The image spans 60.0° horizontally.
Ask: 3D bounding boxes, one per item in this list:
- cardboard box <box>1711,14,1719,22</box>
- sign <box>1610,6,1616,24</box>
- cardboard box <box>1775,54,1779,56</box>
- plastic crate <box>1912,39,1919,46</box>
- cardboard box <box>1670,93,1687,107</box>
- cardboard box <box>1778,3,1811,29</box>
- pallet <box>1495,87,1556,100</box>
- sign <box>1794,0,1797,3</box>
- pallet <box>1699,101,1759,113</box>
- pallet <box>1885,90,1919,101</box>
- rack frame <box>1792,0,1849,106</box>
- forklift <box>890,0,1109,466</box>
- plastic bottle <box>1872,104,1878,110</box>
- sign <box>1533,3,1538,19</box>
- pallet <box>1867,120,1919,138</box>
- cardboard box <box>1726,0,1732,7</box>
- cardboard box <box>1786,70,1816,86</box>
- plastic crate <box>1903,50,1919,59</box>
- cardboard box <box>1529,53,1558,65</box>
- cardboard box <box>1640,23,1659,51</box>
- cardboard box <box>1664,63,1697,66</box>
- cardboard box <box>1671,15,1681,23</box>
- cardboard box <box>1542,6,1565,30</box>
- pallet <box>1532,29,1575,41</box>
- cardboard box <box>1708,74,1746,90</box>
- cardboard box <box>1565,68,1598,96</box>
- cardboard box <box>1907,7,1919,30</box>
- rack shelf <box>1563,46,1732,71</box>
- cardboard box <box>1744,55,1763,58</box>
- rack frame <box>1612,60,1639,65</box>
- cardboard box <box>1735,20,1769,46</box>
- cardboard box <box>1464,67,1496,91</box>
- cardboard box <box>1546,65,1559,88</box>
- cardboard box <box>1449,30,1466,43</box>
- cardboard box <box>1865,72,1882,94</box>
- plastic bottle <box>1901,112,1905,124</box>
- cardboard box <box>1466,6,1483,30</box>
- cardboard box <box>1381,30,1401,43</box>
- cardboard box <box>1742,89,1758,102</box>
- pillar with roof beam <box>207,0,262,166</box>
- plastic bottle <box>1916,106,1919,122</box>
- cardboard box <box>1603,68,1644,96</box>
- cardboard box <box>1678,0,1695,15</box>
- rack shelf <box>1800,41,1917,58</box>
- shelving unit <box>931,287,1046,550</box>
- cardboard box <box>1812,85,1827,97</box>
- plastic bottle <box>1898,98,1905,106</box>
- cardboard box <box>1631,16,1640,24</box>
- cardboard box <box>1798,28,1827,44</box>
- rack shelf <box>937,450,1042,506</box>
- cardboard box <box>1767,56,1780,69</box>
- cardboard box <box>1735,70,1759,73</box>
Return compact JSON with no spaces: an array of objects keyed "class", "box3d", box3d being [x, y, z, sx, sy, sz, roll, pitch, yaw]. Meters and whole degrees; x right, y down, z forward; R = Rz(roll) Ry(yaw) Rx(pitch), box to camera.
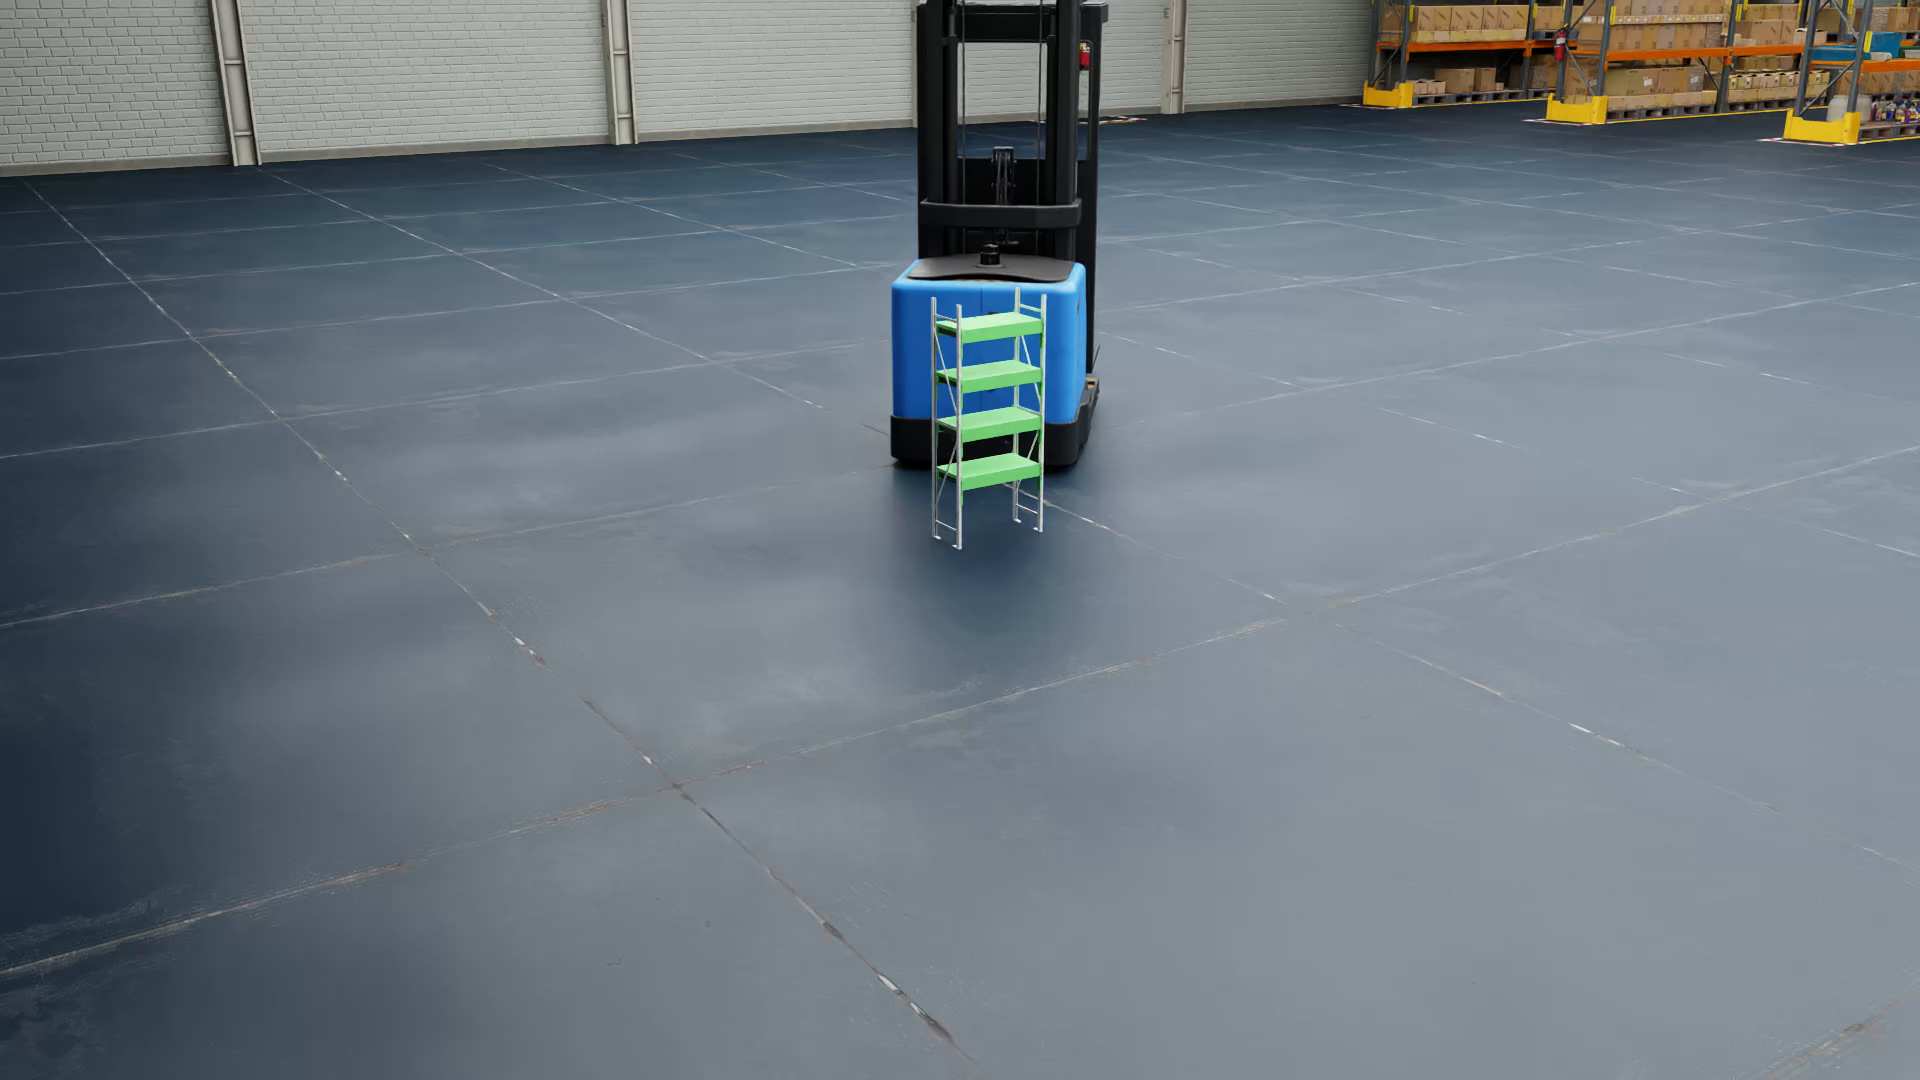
[{"class":"cardboard box","box3d":[15.017,-10.492,33.428,0.250,0.149,0.380,-12,22,-33]},{"class":"sign","box3d":[12.294,-9.879,31.309,0.005,0.325,0.100,-12,22,-31]},{"class":"cardboard box","box3d":[21.250,-12.793,43.637,0.250,0.149,0.380,-12,22,-31]},{"class":"plastic crate","box3d":[17.548,-8.873,29.903,0.504,0.338,0.767,-12,22,-31]},{"class":"cardboard box","box3d":[14.235,-8.865,33.420,0.500,0.250,0.500,-12,22,-31]},{"class":"cardboard box","box3d":[21.607,-13.642,43.446,0.700,0.700,0.980,-12,22,-32]},{"class":"pallet","box3d":[13.256,-10.427,38.757,1.213,0.211,1.003,-12,22,-31]},{"class":"sign","box3d":[22.329,-14.321,44.447,0.005,0.325,0.100,-12,22,-31]},{"class":"pallet","box3d":[15.928,-9.105,34.848,1.213,0.211,1.003,-12,22,-31]},{"class":"pallet","box3d":[21.357,-10.221,38.147,1.213,0.211,1.003,-12,22,-31]},{"class":"rack frame","box3d":[18.675,-10.991,36.070,0.127,3.000,1.000,-12,22,-31]},{"class":"forklift","box3d":[0.322,-2.233,10.273,1.130,2.935,3.031,3,19,7]},{"class":"plastic bottle","box3d":[16.349,-7.676,29.833,0.135,0.276,0.152,-13,22,-33]},{"class":"sign","box3d":[12.912,-11.877,37.340,0.005,0.325,0.100,-12,22,-31]},{"class":"pallet","box3d":[16.452,-7.316,29.556,1.213,0.211,1.003,-12,22,-31]},{"class":"cardboard box","box3d":[19.039,-13.422,41.439,0.500,0.250,0.500,-11,22,-30]},{"class":"cardboard box","box3d":[17.943,-9.901,35.610,0.500,0.311,0.500,-12,22,-32]},{"class":"plastic crate","box3d":[16.839,-8.482,29.061,0.437,0.136,0.530,-12,22,-31]},{"class":"cardboard box","box3d":[13.578,-11.202,38.742,0.500,0.250,0.500,-12,22,-33]},{"class":"cardboard box","box3d":[13.244,-9.887,32.651,0.500,0.500,0.700,-12,22,-31]},{"class":"cardboard box","box3d":[14.775,-9.540,34.245,0.500,0.500,0.500,-12,22,-31]},{"class":"cardboard box","box3d":[13.944,-10.265,32.754,0.250,0.149,0.380,-11,22,-30]},{"class":"cardboard box","box3d":[13.521,-12.043,38.341,0.500,0.500,0.700,-9,21,-26]},{"class":"pallet","box3d":[13.325,-11.615,38.218,1.213,0.211,1.003,-12,22,-31]},{"class":"cardboard box","box3d":[15.816,-9.454,34.288,0.500,0.311,0.500,-12,22,-31]},{"class":"cardboard box","box3d":[12.278,-9.007,32.670,0.500,0.500,0.500,-12,22,-31]},{"class":"cardboard box","box3d":[21.497,-11.918,38.001,0.700,0.500,0.500,14,23,35]},{"class":"rack shelf","box3d":[13.664,-9.593,33.060,4.000,0.370,1.077,-12,22,-31]},{"class":"cardboard box","box3d":[20.356,-12.457,42.644,0.250,0.149,0.380,-11,22,-30]},{"class":"rack frame","box3d":[15.947,-12.315,39.988,0.127,3.000,1.000,-12,22,-31]},{"class":"cardboard box","box3d":[16.425,-10.557,34.632,0.500,0.500,0.500,-10,21,-28]},{"class":"cardboard box","box3d":[11.762,-10.441,37.661,0.500,0.500,0.500,-14,23,-35]},{"class":"cardboard box","box3d":[13.616,-10.873,38.939,0.500,0.500,0.700,-12,22,-32]},{"class":"cardboard box","box3d":[10.703,-11.029,36.386,0.500,0.250,0.500,-12,22,-32]},{"class":"cardboard box","box3d":[20.068,-10.199,36.946,0.500,0.500,0.500,-12,22,-32]},{"class":"plastic bottle","box3d":[16.487,-7.393,29.111,0.097,0.201,0.097,0,19,0]},{"class":"cardboard box","box3d":[11.108,-11.471,36.524,0.500,0.500,0.500,-11,22,-30]},{"class":"cardboard box","box3d":[9.550,-10.978,36.237,0.500,0.250,0.500,-12,22,-31]},{"class":"cardboard box","box3d":[16.235,-9.277,34.639,0.500,0.250,0.500,-11,22,-30]},{"class":"pillar with roof beam","box3d":[-8.302,-8.724,19.998,0.400,9.000,9.100,-12,22,-31]},{"class":"plastic bottle","box3d":[16.939,-7.521,29.382,0.097,0.271,0.097,0,19,0]},{"class":"cardboard box","box3d":[12.980,-8.957,32.521,0.500,0.500,0.500,-12,22,-31]},{"class":"cardboard box","box3d":[14.127,-10.691,33.002,0.500,0.500,0.700,-12,22,-31]},{"class":"rack shelf","box3d":[20.345,-11.002,37.228,4.000,0.370,1.077,-12,22,-31]},{"class":"shelving unit","box3d":[0.138,-0.598,8.139,0.503,1.200,0.258,-12,22,-31]},{"class":"cardboard box","box3d":[18.370,-9.729,35.976,0.500,0.250,0.500,-11,22,-30]},{"class":"plastic bottle","box3d":[17.153,-7.883,30.327,0.185,0.351,0.144,-11,22,-30]},{"class":"cardboard box","box3d":[12.868,-10.038,32.085,0.250,0.149,0.380,-12,22,-31]},{"class":"cardboard box","box3d":[18.347,-10.896,35.930,0.500,0.311,0.500,-10,21,-28]},{"class":"rack shelf","box3d":[0.138,-0.310,8.236,0.480,0.148,0.258,-12,22,-31]},{"class":"cardboard box","box3d":[20.820,-12.316,43.238,0.500,0.500,0.700,-11,22,-30]},{"class":"cardboard box","box3d":[16.786,-9.864,35.501,0.500,0.311,0.500,-12,22,-32]}]
